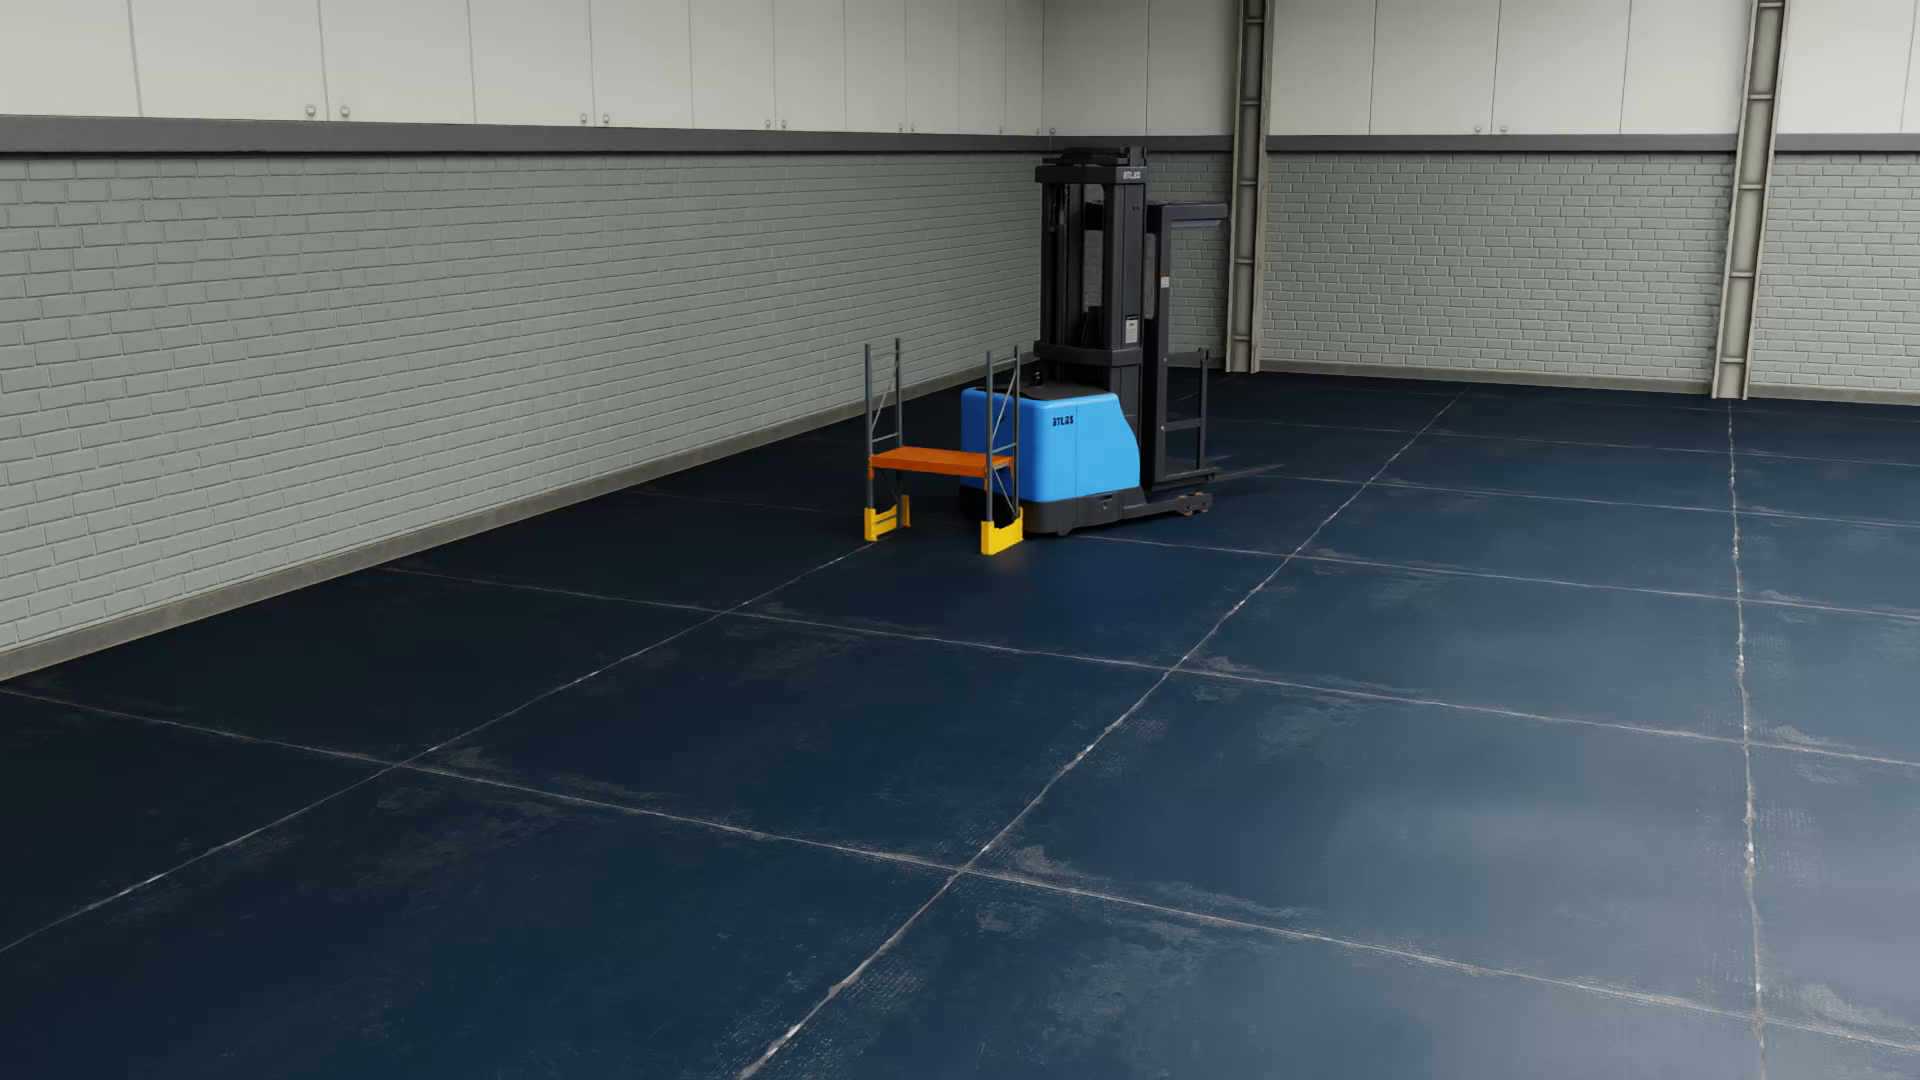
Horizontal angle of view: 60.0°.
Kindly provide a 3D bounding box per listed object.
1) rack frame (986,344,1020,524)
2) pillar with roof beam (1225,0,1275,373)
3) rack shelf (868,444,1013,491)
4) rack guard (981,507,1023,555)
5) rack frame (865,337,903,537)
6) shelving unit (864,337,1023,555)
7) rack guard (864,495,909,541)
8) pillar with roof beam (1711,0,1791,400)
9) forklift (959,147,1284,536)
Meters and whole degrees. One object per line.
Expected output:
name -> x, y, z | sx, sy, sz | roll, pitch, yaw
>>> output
rack frame -> 0.319, -0.679, 12.366 | 0.032, 1.500, 0.500 | 7, 15, 27
pillar with roof beam -> 2.077, -5.767, 17.631 | 0.400, 9.000, 9.100 | 6, 14, 23
rack shelf -> -0.132, -0.557, 12.634 | 1.000, 0.185, 0.538 | 7, 15, 27
rack guard -> 0.318, -0.071, 12.509 | 0.087, 0.250, 0.587 | 7, 15, 27
rack frame -> -0.584, -0.786, 12.820 | 0.032, 1.500, 0.500 | 7, 15, 27
shelving unit -> -0.124, -0.731, 12.589 | 1.083, 1.500, 0.587 | 7, 15, 27
rack guard -> -0.567, -0.175, 12.954 | 0.087, 0.250, 0.587 | 7, 15, 27
pillar with roof beam -> 7.563, -5.211, 15.265 | 0.400, 9.000, 9.100 | 6, 14, 23
forklift -> 1.456, -1.708, 13.616 | 3.031, 2.935, 1.130 | -10, 17, -38
